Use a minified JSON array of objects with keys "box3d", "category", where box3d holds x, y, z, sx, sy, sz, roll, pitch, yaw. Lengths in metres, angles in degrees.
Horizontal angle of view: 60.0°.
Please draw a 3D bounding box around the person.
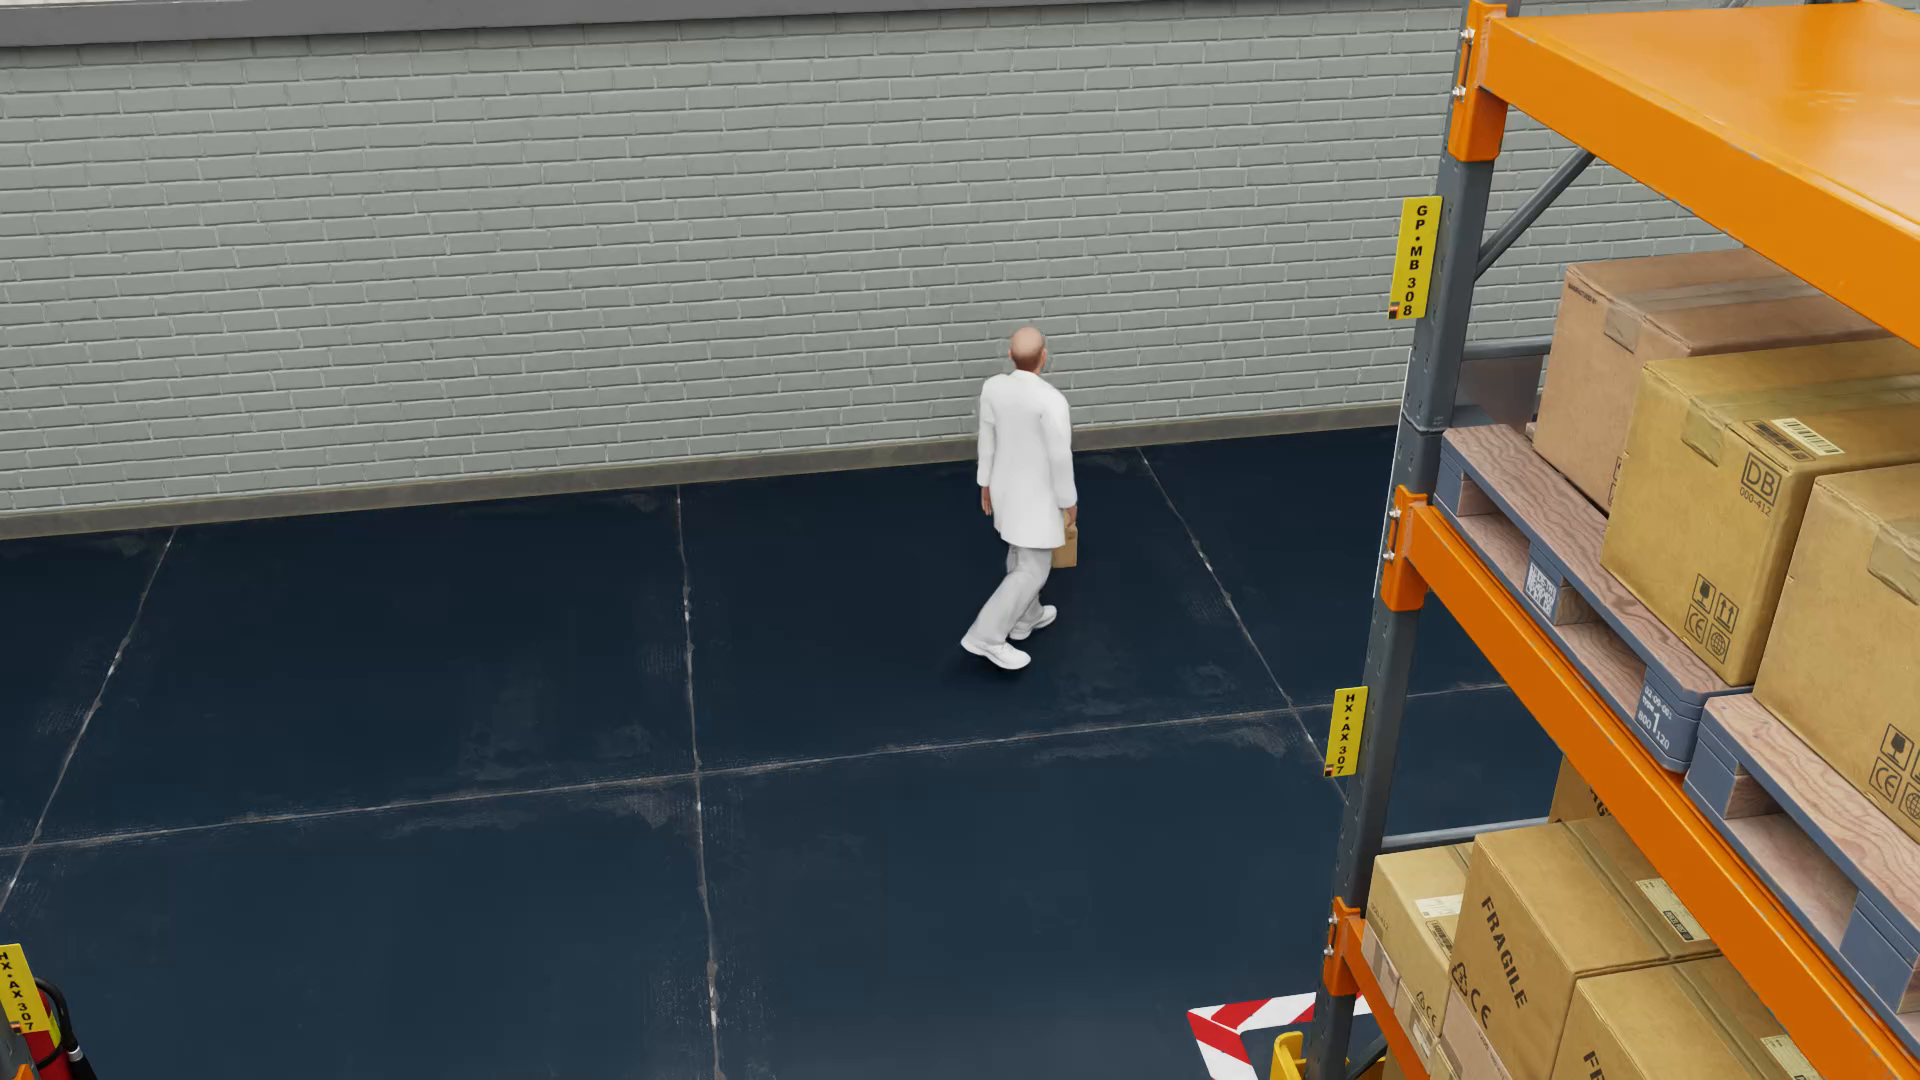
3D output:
[{"box3d":[0.286,-0.212,8.513,0.747,1.778,0.585,-23,38,-34],"category":"person"}]
